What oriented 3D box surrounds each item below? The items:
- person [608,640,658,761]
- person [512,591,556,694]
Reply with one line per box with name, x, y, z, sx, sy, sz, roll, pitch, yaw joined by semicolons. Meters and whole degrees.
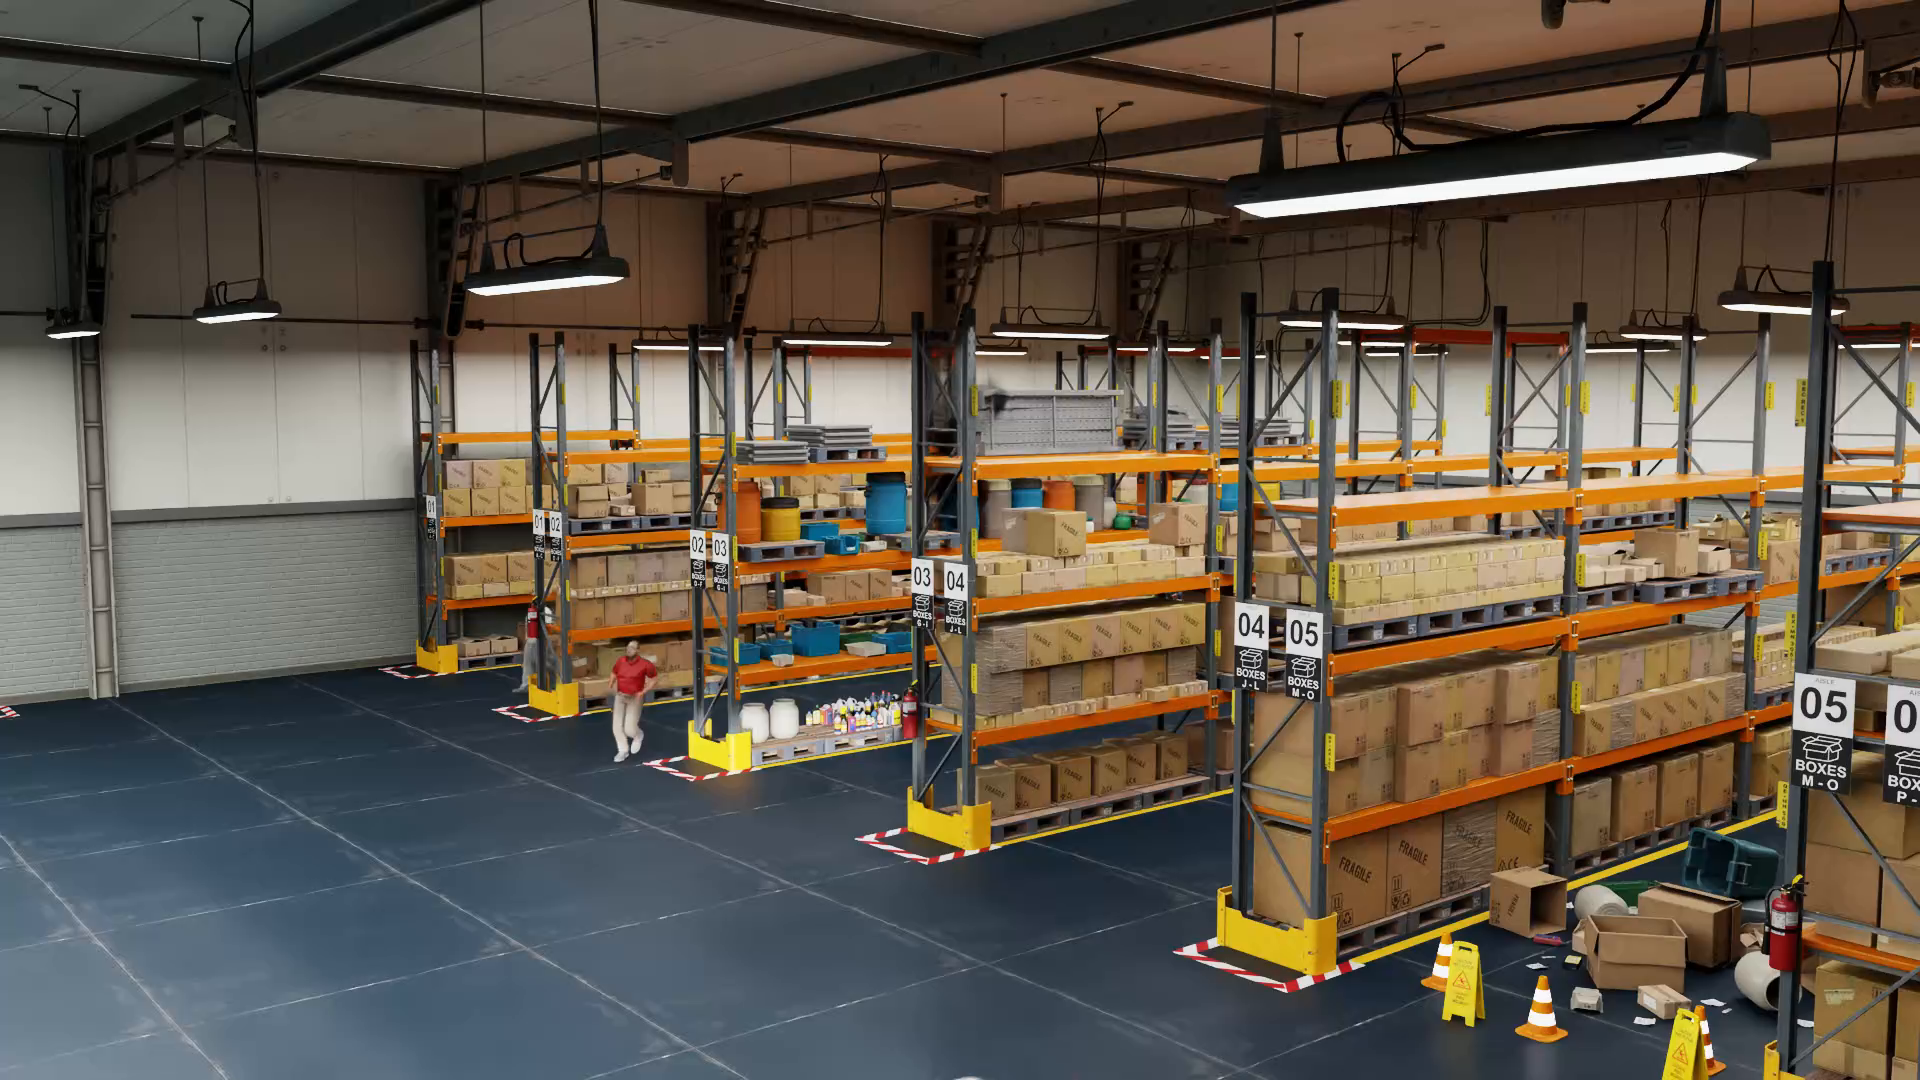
person;-4.538;2.216;23.006;0.689;1.674;0.652;2;6;17
person;-7.120;1.700;27.923;0.919;1.752;0.718;-5;7;-43
